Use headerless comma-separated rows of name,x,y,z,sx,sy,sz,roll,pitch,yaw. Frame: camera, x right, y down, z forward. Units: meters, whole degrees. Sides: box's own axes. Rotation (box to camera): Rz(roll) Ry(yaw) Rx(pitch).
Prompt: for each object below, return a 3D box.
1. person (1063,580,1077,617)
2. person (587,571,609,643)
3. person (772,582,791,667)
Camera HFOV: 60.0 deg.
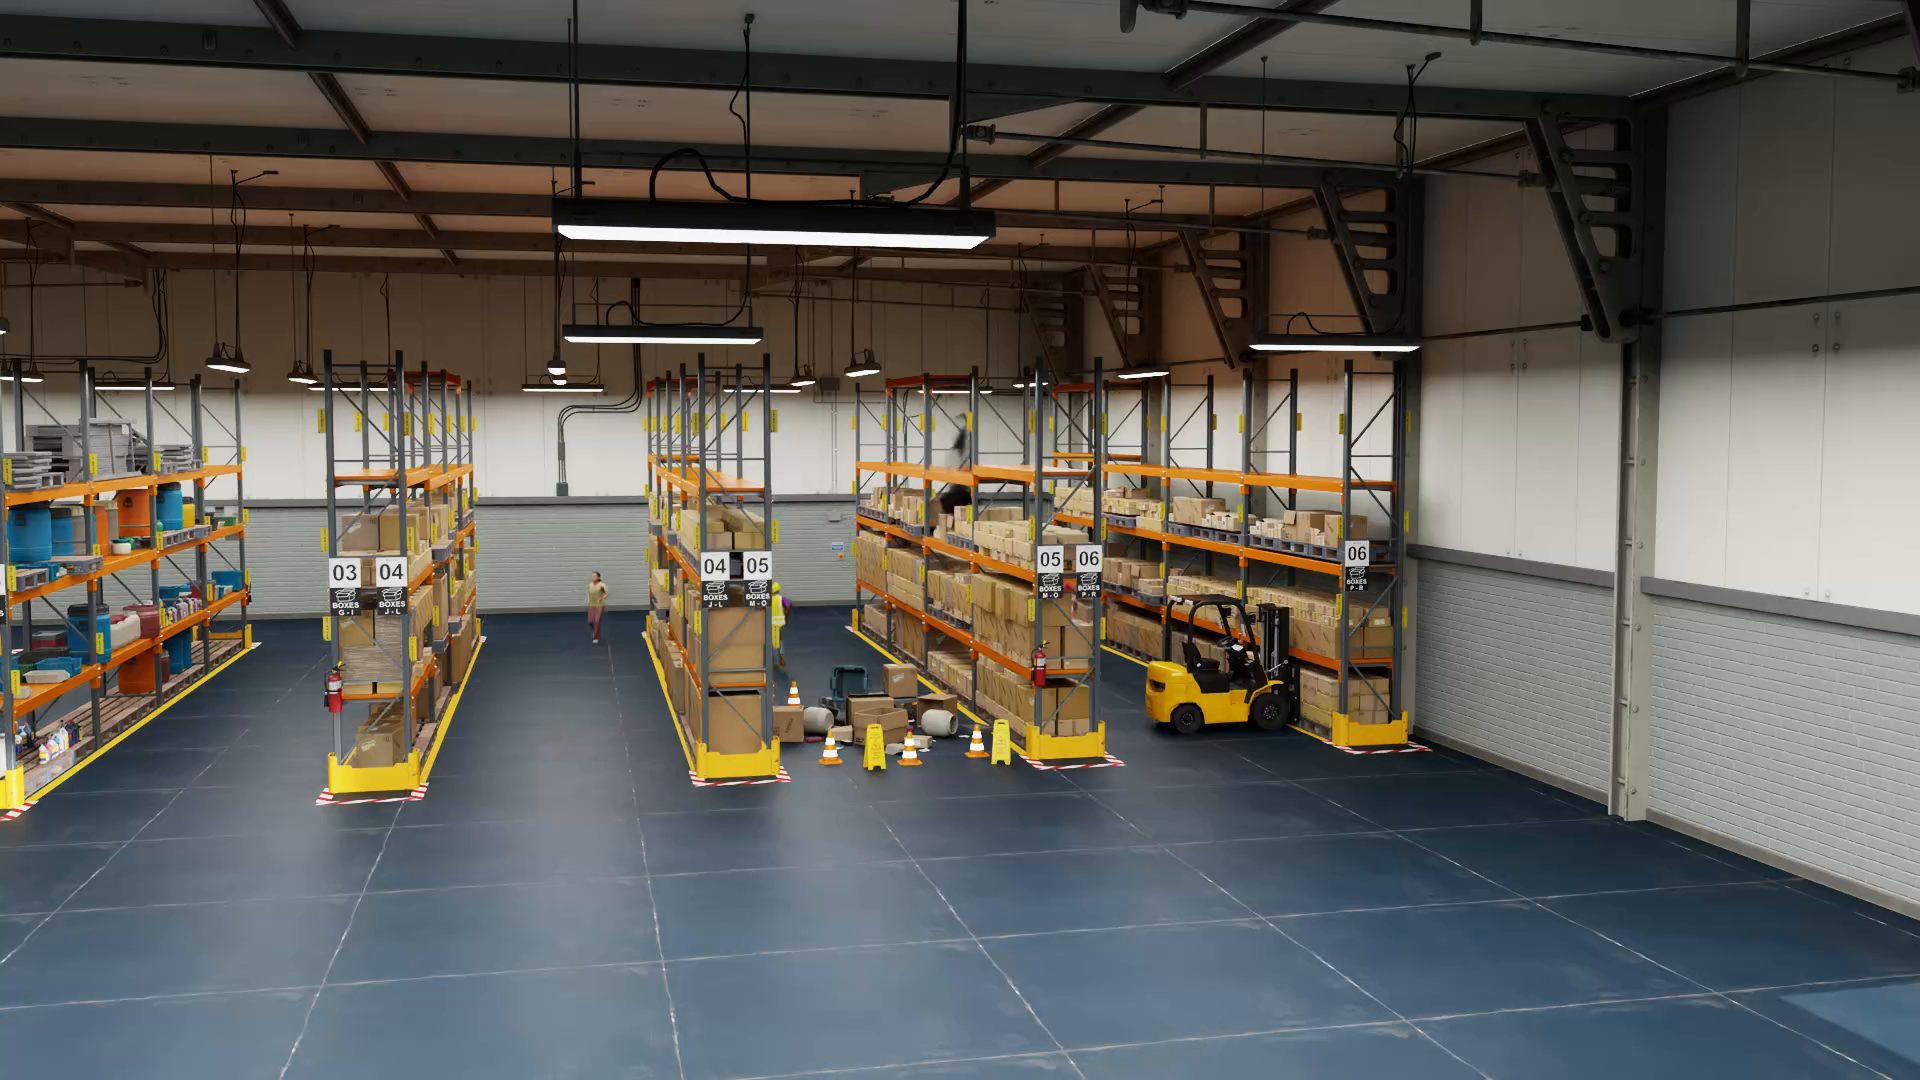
person,2.128,1.721,34.271,0.671,1.783,0.884,-1,4,-19
person,-8.338,1.536,38.180,0.570,1.636,0.564,1,4,8
person,-3.820,1.745,34.300,0.670,1.752,0.664,0,4,-6
